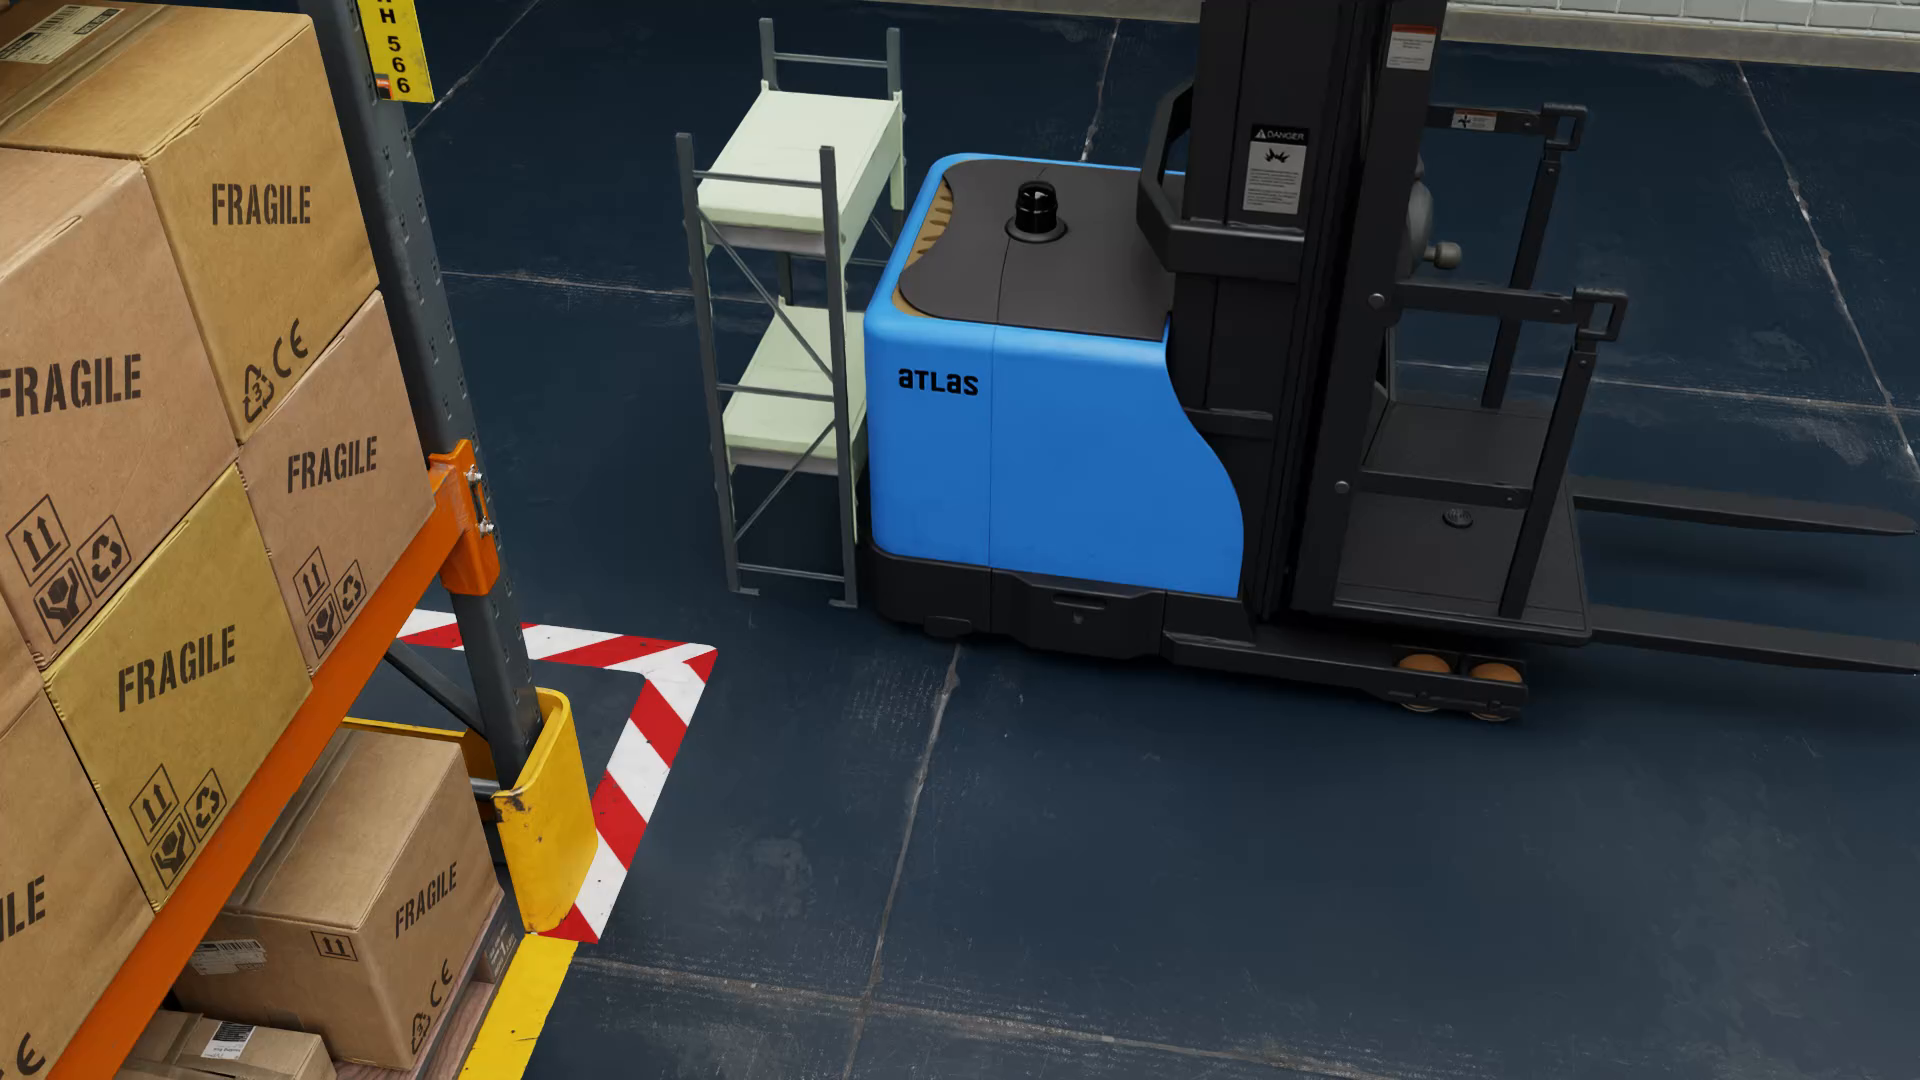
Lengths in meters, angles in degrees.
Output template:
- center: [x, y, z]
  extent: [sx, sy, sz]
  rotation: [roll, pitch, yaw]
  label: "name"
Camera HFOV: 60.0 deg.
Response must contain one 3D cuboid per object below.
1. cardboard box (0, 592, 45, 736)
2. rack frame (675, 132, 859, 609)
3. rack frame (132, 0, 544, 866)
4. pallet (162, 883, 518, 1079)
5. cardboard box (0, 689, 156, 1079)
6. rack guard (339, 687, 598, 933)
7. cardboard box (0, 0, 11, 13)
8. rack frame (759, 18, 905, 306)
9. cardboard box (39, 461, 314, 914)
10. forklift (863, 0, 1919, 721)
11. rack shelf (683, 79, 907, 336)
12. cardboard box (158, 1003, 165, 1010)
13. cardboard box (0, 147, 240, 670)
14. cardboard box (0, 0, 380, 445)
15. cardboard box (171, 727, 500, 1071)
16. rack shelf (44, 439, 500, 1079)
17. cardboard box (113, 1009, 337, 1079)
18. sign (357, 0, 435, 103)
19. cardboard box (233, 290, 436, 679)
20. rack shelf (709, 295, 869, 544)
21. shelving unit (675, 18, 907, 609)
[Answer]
- center: [-1.494, 0.124, 1.883]
  extent: [0.500, 0.500, 0.500]
  rotation: [7, 40, 9]
  label: "cardboard box"
- center: [-0.504, -0.401, 4.557]
  extent: [0.400, 1.500, 0.023]
  rotation: [7, 40, 8]
  label: "rack frame"
- center: [-1.517, -0.405, 3.386]
  extent: [1.000, 3.000, 0.127]
  rotation: [6, 40, 8]
  label: "rack frame"
- center: [-1.667, 1.218, 3.612]
  extent: [1.003, 0.211, 1.213]
  rotation: [6, 40, 8]
  label: "pallet"
- center: [-1.504, 0.506, 2.206]
  extent: [0.500, 0.500, 0.500]
  rotation: [7, 40, 8]
  label: "cardboard box"
- center: [-1.530, 0.606, 4.125]
  extent: [1.175, 0.500, 0.348]
  rotation: [6, 40, 8]
  label: "rack guard"
- center: [-1.853, -0.580, 2.734]
  extent: [0.500, 0.500, 0.500]
  rotation: [8, 40, 9]
  label: "cardboard box"
- center: [-0.364, -0.859, 5.111]
  extent: [0.400, 1.500, 0.023]
  rotation: [7, 40, 8]
  label: "rack frame"
- center: [-1.412, 0.193, 2.584]
  extent: [0.500, 0.500, 0.500]
  rotation: [7, 40, 8]
  label: "cardboard box"
- center: [1.303, -0.994, 4.152]
  extent: [3.031, 2.935, 1.130]
  rotation: [7, 40, 8]
  label: "forklift"
- center: [-0.434, -0.930, 4.586]
  extent: [0.431, 0.370, 0.720]
  rotation: [7, 40, 8]
  label: "rack shelf"
- center: [-1.977, 1.109, 3.368]
  extent: [0.500, 0.250, 0.500]
  rotation: [6, 40, 8]
  label: "cardboard box"
- center: [-1.409, -0.202, 2.278]
  extent: [0.500, 0.500, 0.500]
  rotation: [7, 40, 9]
  label: "cardboard box"
- center: [-1.323, -0.519, 2.661]
  extent: [0.500, 0.500, 0.500]
  rotation: [6, 40, 7]
  label: "cardboard box"
- center: [-1.368, 0.757, 3.597]
  extent: [0.500, 0.500, 0.500]
  rotation: [6, 40, 8]
  label: "cardboard box"
- center: [-1.863, 1.127, 2.097]
  extent: [1.077, 0.370, 4.000]
  rotation: [6, 40, 8]
  label: "rack shelf"
- center: [-1.527, 1.130, 3.408]
  extent: [0.380, 0.166, 0.250]
  rotation: [6, 40, 8]
  label: "cardboard box"
- center: [-0.973, -0.900, 2.827]
  extent: [0.100, 0.325, 0.005]
  rotation: [6, 40, 8]
  label: "sign"
- center: [-1.326, -0.133, 2.978]
  extent: [0.500, 0.500, 0.500]
  rotation: [8, 40, 9]
  label: "cardboard box"
- center: [-0.434, -0.378, 5.042]
  extent: [0.431, 0.370, 0.720]
  rotation: [7, 40, 8]
  label: "rack shelf"
- center: [-0.434, -0.630, 4.834]
  extent: [0.431, 1.500, 0.755]
  rotation: [7, 40, 8]
  label: "shelving unit"
